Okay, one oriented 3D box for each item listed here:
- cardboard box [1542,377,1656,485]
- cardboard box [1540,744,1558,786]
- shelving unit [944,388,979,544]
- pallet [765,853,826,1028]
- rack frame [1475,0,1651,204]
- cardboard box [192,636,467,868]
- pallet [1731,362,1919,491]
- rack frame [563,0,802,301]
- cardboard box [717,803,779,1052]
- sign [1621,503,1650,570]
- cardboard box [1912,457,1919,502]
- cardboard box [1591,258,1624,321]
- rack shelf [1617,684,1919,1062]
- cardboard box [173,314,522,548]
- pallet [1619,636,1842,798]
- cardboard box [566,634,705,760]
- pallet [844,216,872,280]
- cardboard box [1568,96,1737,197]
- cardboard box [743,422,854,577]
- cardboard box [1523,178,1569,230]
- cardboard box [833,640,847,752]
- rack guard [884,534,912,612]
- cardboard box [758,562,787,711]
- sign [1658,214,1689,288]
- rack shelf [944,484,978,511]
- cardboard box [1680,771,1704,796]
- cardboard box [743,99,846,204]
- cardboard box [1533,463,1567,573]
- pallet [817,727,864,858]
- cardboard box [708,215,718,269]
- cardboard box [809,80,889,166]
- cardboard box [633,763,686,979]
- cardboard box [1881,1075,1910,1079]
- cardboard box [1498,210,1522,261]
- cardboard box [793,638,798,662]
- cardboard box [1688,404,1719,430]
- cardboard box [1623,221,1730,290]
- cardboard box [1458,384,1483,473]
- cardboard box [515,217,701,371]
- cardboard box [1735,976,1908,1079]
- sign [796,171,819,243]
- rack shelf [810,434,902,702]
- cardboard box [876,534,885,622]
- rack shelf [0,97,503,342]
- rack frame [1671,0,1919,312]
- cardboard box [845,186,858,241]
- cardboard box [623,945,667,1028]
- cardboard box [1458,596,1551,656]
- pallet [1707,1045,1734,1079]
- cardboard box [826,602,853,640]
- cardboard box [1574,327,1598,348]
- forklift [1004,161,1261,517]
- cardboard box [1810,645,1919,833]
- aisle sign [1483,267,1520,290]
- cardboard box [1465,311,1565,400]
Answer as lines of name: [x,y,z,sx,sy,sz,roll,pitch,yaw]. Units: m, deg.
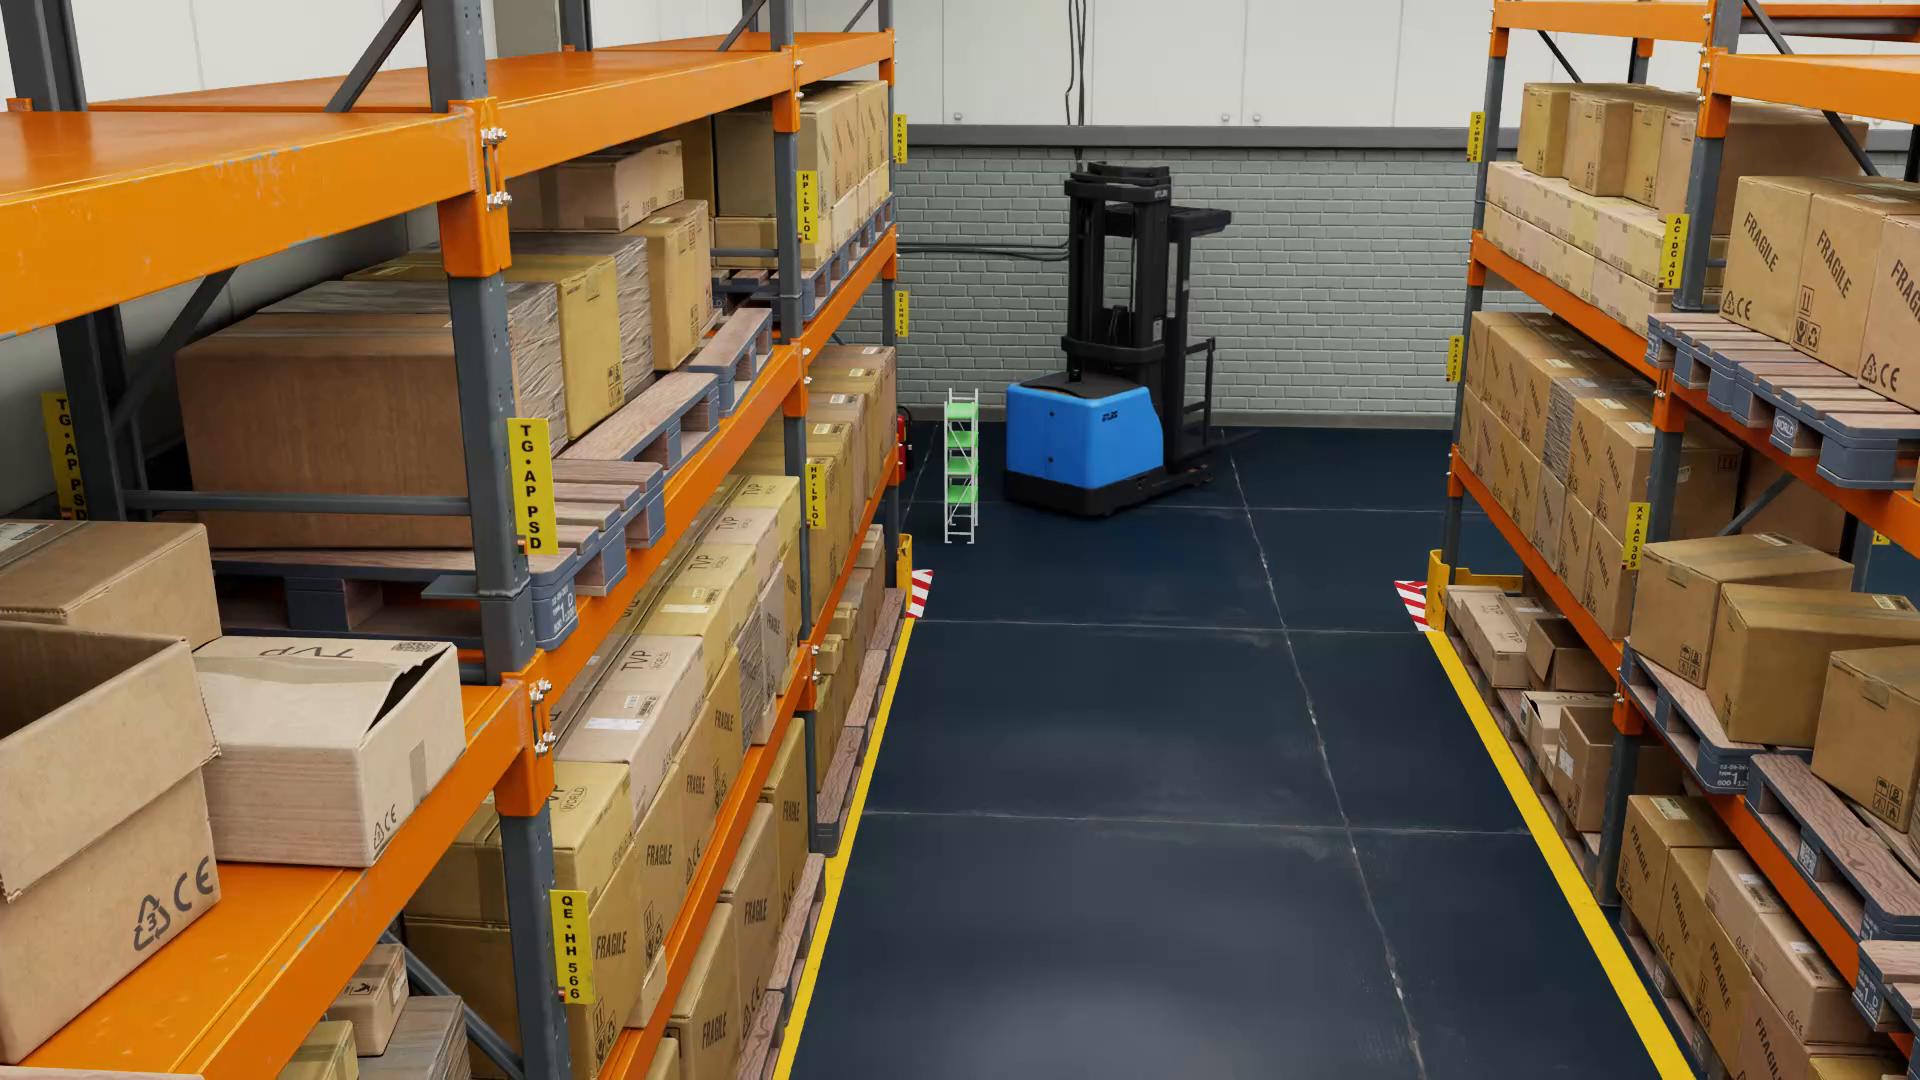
cardboard box: [3.549,-0.597,9.160,0.500,0.500,0.500,1,18,4]
cardboard box: [3.426,1.249,9.165,0.380,0.149,0.250,1,18,4]
shelving unit: [0.012,-0.622,13.893,0.258,1.200,0.503,1,18,4]
pallet: [-1.220,1.862,7.903,1.003,0.211,1.213,1,18,4]
rack frame: [3.988,-3.689,10.728,1.000,3.000,0.127,1,18,4]
cardboard box: [-1.309,0.375,3.256,0.500,0.311,0.500,1,18,4]
pallet: [3.513,-0.408,5.837,1.213,0.211,1.003,1,18,4]
rack frame: [-1.240,-2.556,7.271,1.000,3.000,0.127,1,18,4]
cardboard box: [-1.218,1.598,7.007,0.750,0.750,0.750,2,18,6]
sign: [3.159,-0.016,7.766,0.100,0.325,0.005,1,18,4]
cardboard box: [3.486,-0.282,4.989,0.910,0.500,0.500,1,18,4]
cardboard box: [3.517,-1.262,8.379,0.500,0.250,0.500,1,18,4]
rack shelf: [3.557,1.368,6.087,1.077,0.370,4.000,1,18,4]
cardboard box: [-1.550,-0.294,4.317,0.700,0.500,0.500,0,18,0]
pallet: [3.535,0.742,7.151,1.003,0.211,1.213,1,18,4]
cardboard box: [-1.168,0.525,5.628,0.500,0.250,0.500,1,18,4]
pallet: [-1.081,-1.720,9.680,1.003,0.211,1.213,1,18,4]
cardboard box: [3.789,-2.162,9.119,0.700,0.500,0.500,1,18,4]
cardboard box: [-1.127,-0.242,9.363,0.980,0.700,0.700,1,18,3]
cardboard box: [3.619,-1.965,9.724,0.500,0.250,0.500,1,18,4]
cardboard box: [-1.045,0.898,9.706,0.700,0.500,0.500,1,18,3]
rack guard: [-0.952,0.233,12.408,1.175,0.500,0.348,1,18,4]
cardboard box: [-1.049,0.404,7.201,0.500,0.500,0.500,1,18,4]
sign: [3.159,-1.276,7.353,0.100,0.325,0.005,1,18,4]
rack shelf: [0.012,-0.333,13.988,0.258,0.148,0.480,1,18,4]
cardboard box: [3.947,1.348,8.604,0.500,0.311,0.500,1,18,4]
cardboard box: [-0.879,-2.037,8.708,0.500,0.500,0.500,1,18,3]
cardboard box: [3.551,-0.124,9.322,0.500,0.500,0.500,2,18,5]
pallet: [-1.108,1.386,9.354,1.003,0.211,1.213,1,18,4]
cardboard box: [-1.425,-1.524,8.345,0.500,0.250,0.500,1,18,4]
cardboard box: [-0.734,-2.671,10.642,0.500,0.500,0.500,1,18,4]
cardboard box: [-1.190,1.032,5.287,0.500,0.500,0.500,2,18,6]
cardboard box: [3.247,1.956,5.240,0.500,0.250,0.500,2,18,6]
cardboard box: [3.648,-1.883,10.276,0.500,0.250,0.500,1,18,4]
cardboard box: [-0.982,0.516,7.901,0.380,0.149,0.250,1,18,4]
cardboard box: [4.052,-0.418,8.616,0.500,0.500,0.500,1,18,2]
cardboard box: [3.465,-1.344,7.829,0.500,0.250,0.500,1,18,4]
cardboard box: [3.693,-0.753,11.244,0.500,0.500,0.500,2,18,5]
cardboard box: [-1.388,-0.942,6.295,0.700,0.500,0.500,1,18,3]
cardboard box: [3.316,2.006,6.291,0.500,0.500,0.500,1,18,2]
sign: [-0.698,-1.516,7.581,0.100,0.325,0.005,1,18,4]
rack shelf: [-1.097,0.016,10.213,1.077,0.370,4.000,1,18,4]
cardboard box: [-0.904,0.261,11.650,0.700,0.500,0.500,1,18,4]
rack shelf: [-1.670,-0.160,1.758,1.077,0.370,4.000,1,18,4]
rack frame: [3.701,-2.446,6.937,1.000,3.000,0.127,1,18,4]
cardboard box: [-0.848,-1.832,9.286,0.500,0.250,0.500,1,18,2]
cardboard box: [-1.142,1.392,5.230,0.380,0.149,0.250,2,18,6]
cardboard box: [3.630,0.578,11.052,0.500,0.250,0.500,1,18,4]
pallet: [3.595,2.363,6.372,1.003,0.211,1.213,1,18,4]
cardboard box: [-0.841,0.481,9.936,0.380,0.149,0.250,1,18,2]
cardboard box: [4.195,-1.059,10.572,0.500,0.500,0.500,2,18,5]
forklift: [1.744,-1.981,15.262,1.130,2.935,3.031,15,24,39]
cardboard box: [3.636,0.708,6.111,0.700,0.500,0.500,-3,18,-10]
aisle sign: [3.700,-2.101,11.342,0.394,0.787,0.004,1,18,4]
cardboard box: [3.693,-1.228,11.088,0.500,0.500,0.500,2,18,6]
